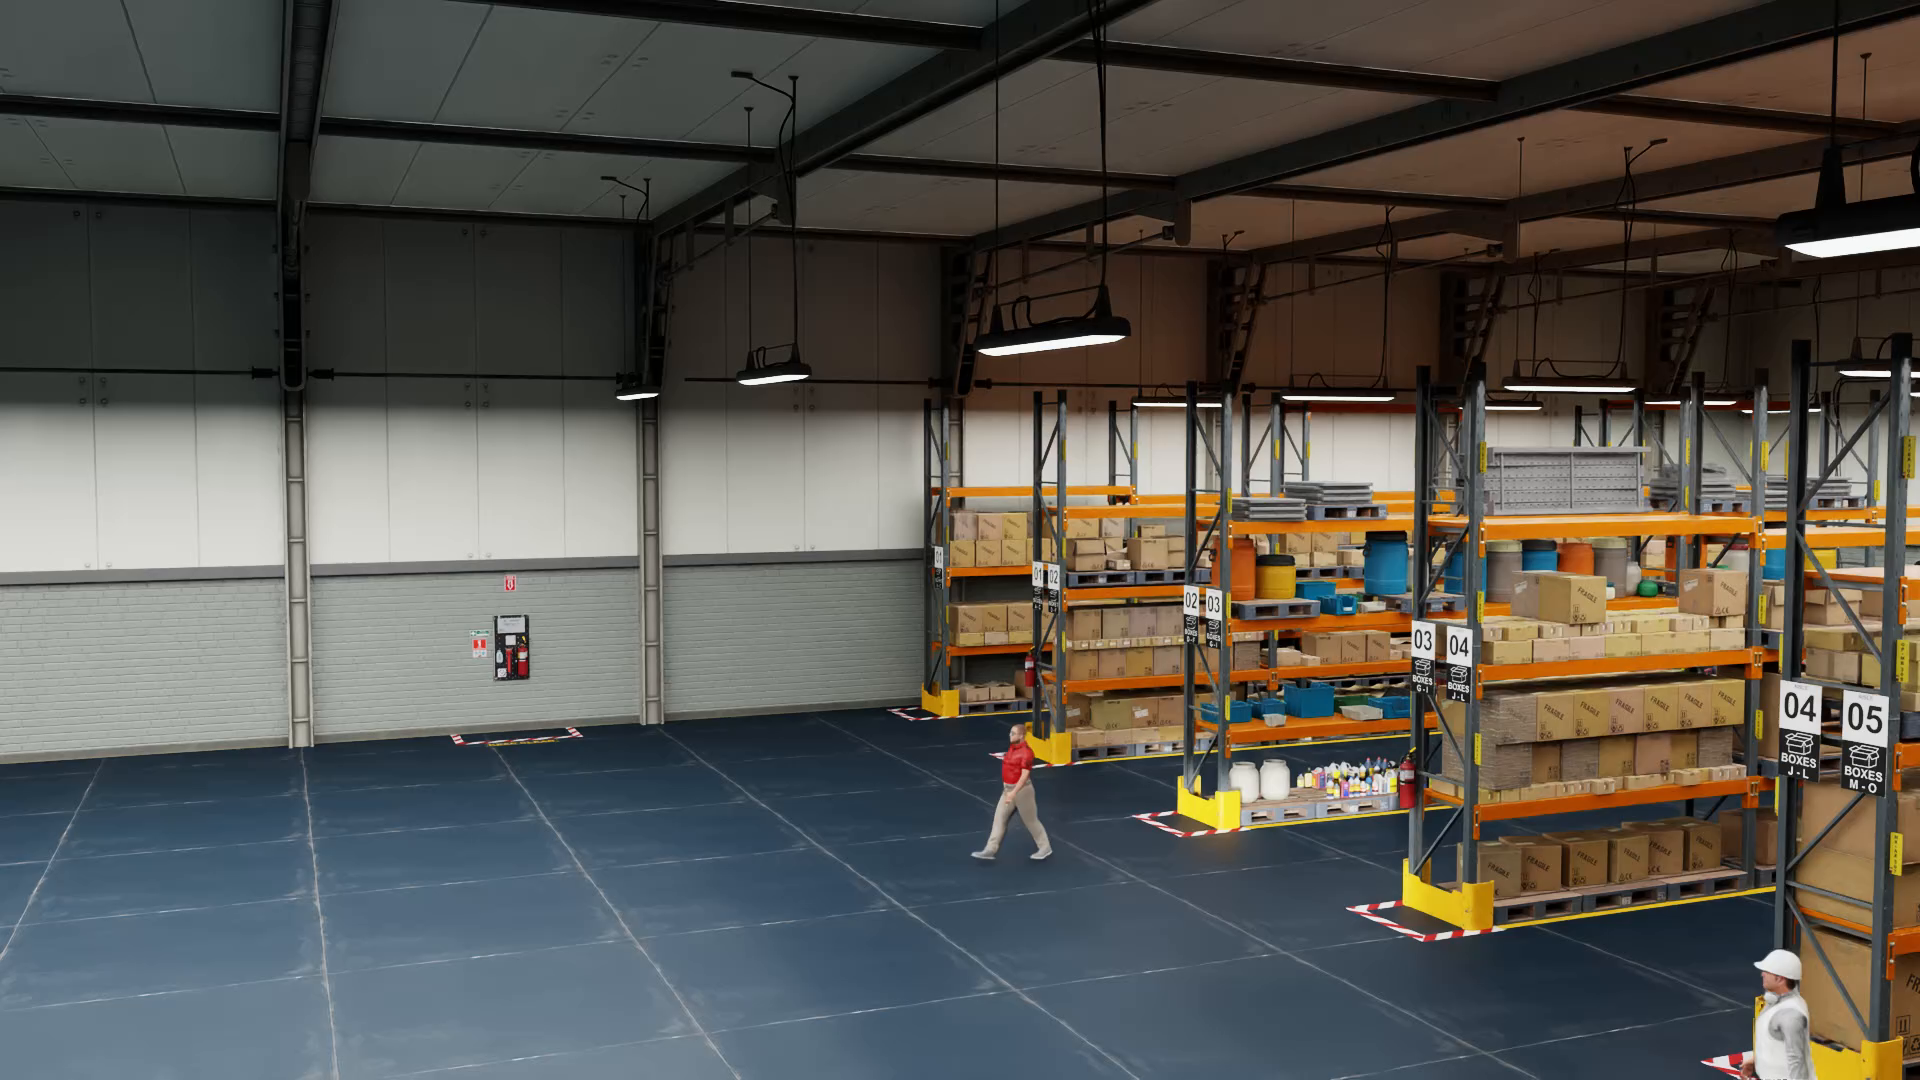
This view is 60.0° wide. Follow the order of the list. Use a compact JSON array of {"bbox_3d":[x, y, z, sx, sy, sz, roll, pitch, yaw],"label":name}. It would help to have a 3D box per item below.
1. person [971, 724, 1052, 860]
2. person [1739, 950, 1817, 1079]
[{"bbox_3d":[0.647,3.101,20.410,1.024,1.670,0.562,-2,4,-29],"label":"person"},{"bbox_3d":[5.585,3.626,11.260,1.090,1.723,0.601,1,3,9],"label":"person"}]
